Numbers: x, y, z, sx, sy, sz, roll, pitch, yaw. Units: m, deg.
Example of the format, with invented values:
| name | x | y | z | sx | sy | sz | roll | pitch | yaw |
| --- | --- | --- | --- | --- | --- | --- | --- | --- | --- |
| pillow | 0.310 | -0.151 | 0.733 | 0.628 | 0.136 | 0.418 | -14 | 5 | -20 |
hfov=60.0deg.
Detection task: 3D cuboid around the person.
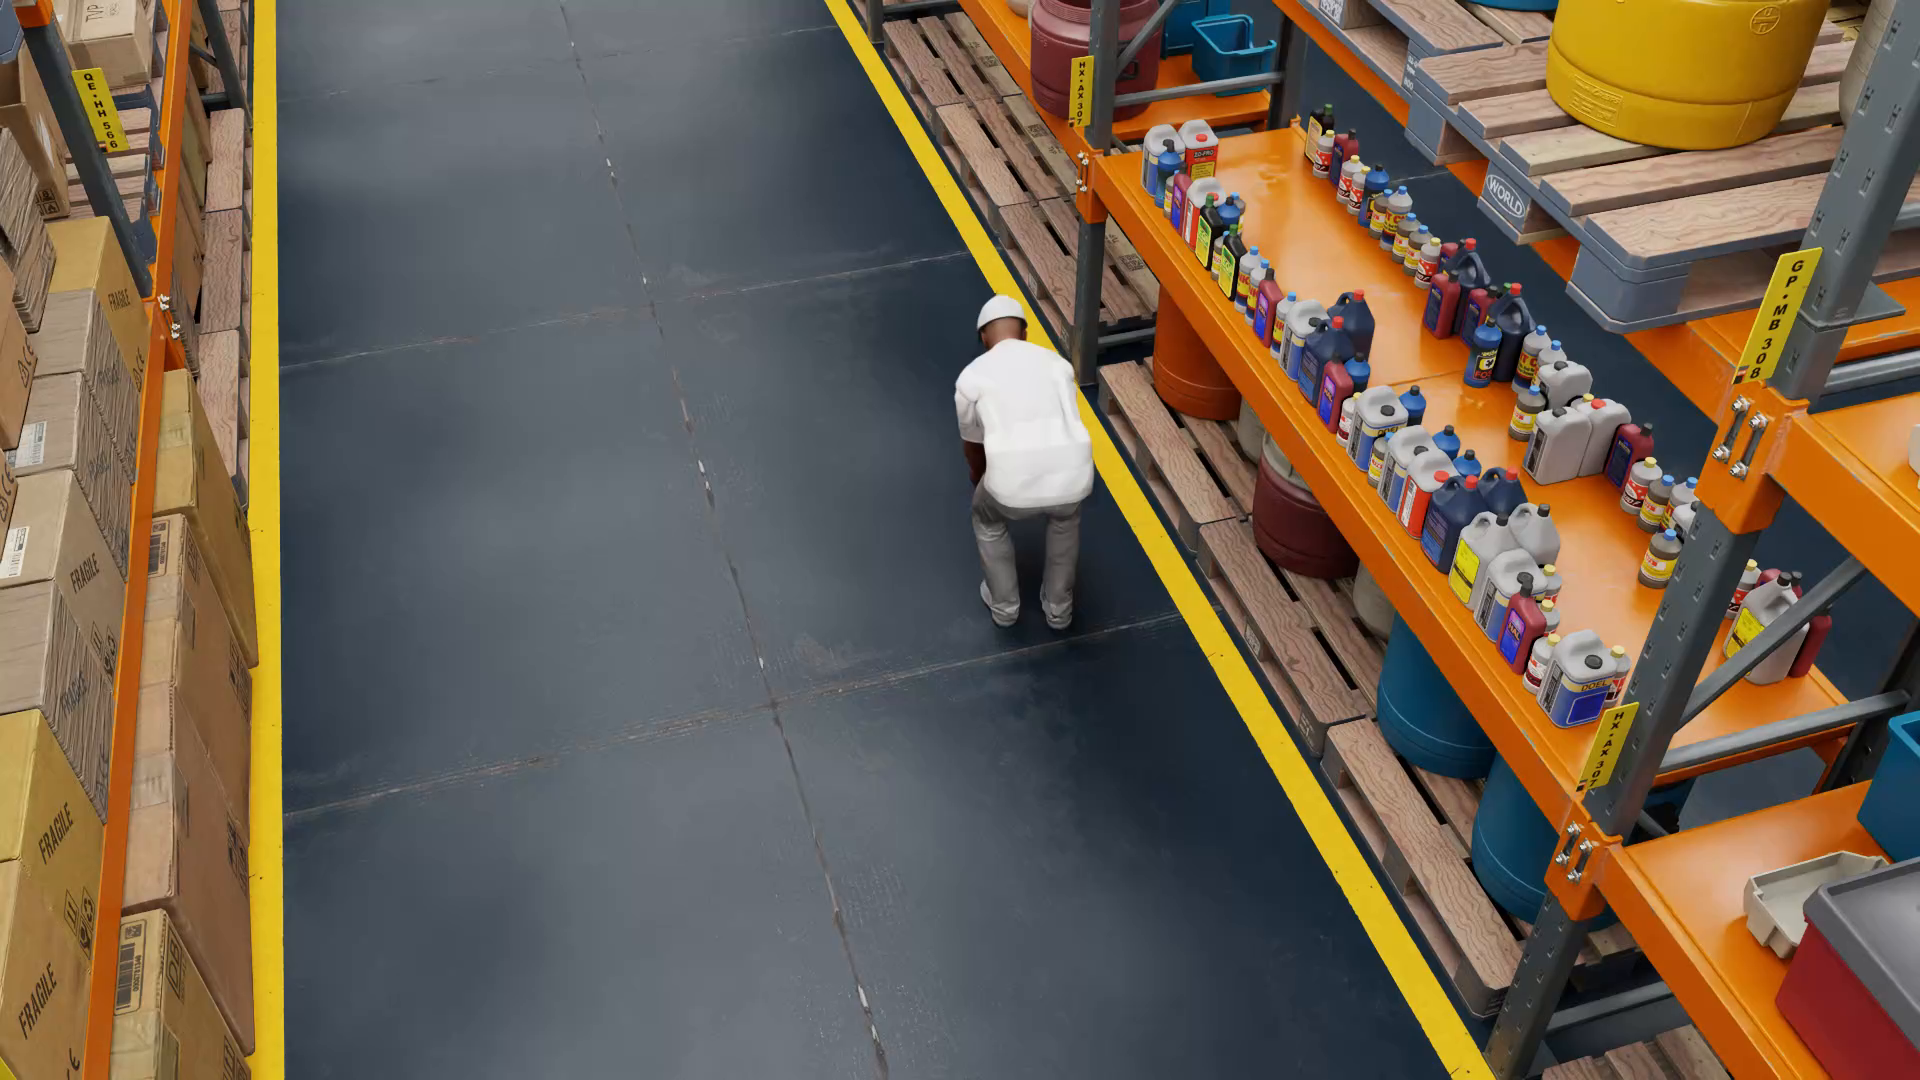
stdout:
| name | x | y | z | sx | sy | sz | roll | pitch | yaw |
| --- | --- | --- | --- | --- | --- | --- | --- | --- | --- |
| person | 0.237 | -0.283 | 6.855 | 0.498 | 1.230 | 0.946 | -7 | 42 | -8 |
